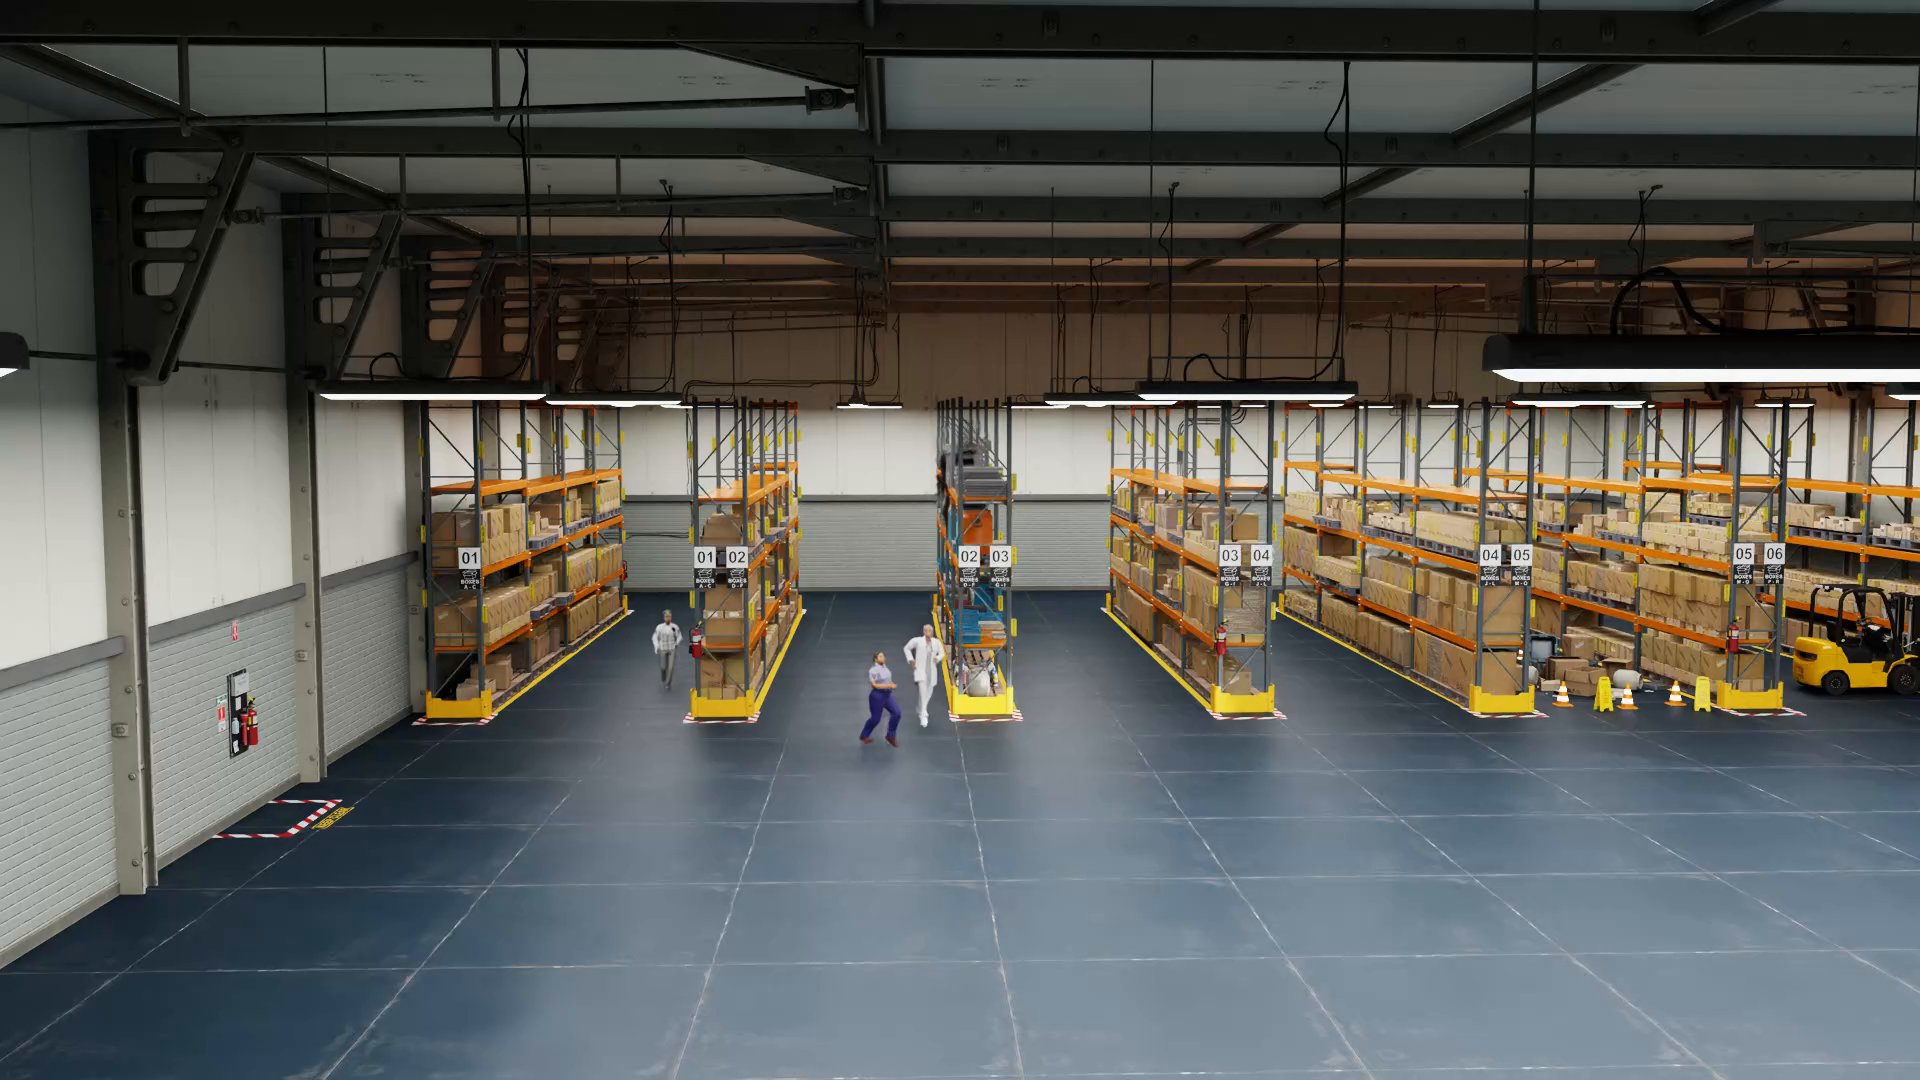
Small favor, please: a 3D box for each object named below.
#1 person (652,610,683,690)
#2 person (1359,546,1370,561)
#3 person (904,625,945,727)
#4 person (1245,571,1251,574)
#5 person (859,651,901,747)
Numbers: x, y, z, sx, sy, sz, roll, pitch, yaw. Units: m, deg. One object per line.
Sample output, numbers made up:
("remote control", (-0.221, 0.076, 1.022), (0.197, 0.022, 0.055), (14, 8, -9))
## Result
("person", (-6.014, 2.259, 34.222), (0.614, 1.650, 0.552), (-1, 5, -12))
("person", (11.978, 1.041, 49.197), (0.817, 1.844, 0.650), (0, 4, 4))
("person", (-0.608, 2.465, 30.738), (0.706, 1.806, 0.995), (-2, 5, -26))
("person", (8.009, 1.254, 46.724), (0.767, 1.748, 0.662), (1, 5, 14))
("person", (-1.367, 2.728, 28.509), (0.733, 1.683, 0.608), (3, 5, 31))
